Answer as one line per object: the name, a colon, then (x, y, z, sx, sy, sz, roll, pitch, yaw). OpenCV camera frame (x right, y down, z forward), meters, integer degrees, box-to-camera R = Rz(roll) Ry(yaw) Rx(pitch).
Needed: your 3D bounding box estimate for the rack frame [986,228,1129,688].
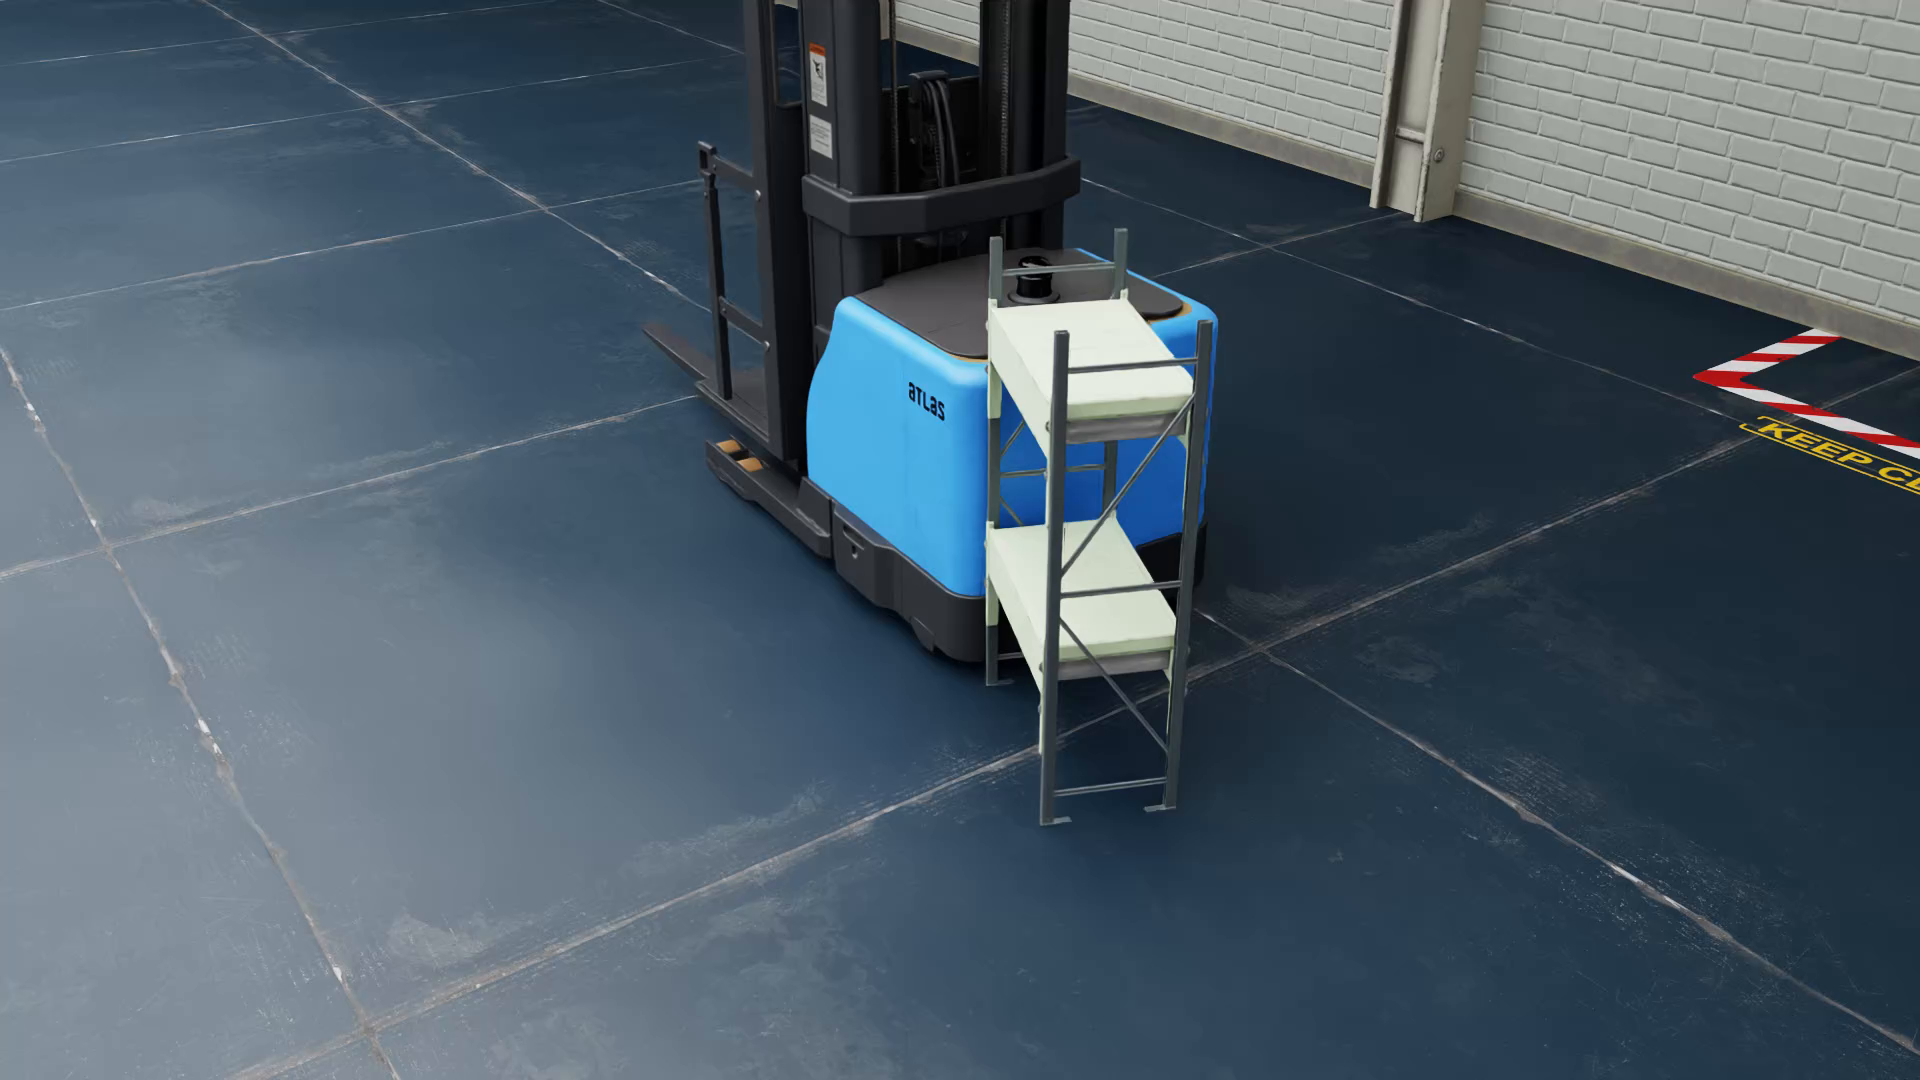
rack frame: (0.281, -0.206, 5.059, 0.400, 1.500, 0.023, -6, 29, -10)

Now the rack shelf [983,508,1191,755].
rack shelf: (0.354, 0.251, 4.899, 0.431, 0.370, 0.720, -6, 29, -10)

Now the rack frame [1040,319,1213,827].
rack frame: (0.426, 0.136, 4.428, 0.400, 1.500, 0.023, -6, 29, -10)

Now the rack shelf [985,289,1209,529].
rack shelf: (0.354, -0.378, 4.557, 0.431, 0.370, 0.720, -6, 29, -10)

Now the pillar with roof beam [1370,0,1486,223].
pillar with roof beam: (-0.828, -4.720, 5.513, 9.100, 9.000, 0.400, -19, 34, -31)

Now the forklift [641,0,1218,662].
forklift: (-0.361, -1.554, 6.039, 1.130, 2.935, 3.031, -17, 33, -28)

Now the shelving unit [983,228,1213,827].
shelving unit: (0.354, -0.035, 4.743, 0.431, 1.500, 0.755, -6, 29, -10)

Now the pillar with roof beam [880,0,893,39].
pillar with roof beam: (-4.309, -7.053, 9.808, 9.100, 9.000, 0.400, -19, 34, -31)
